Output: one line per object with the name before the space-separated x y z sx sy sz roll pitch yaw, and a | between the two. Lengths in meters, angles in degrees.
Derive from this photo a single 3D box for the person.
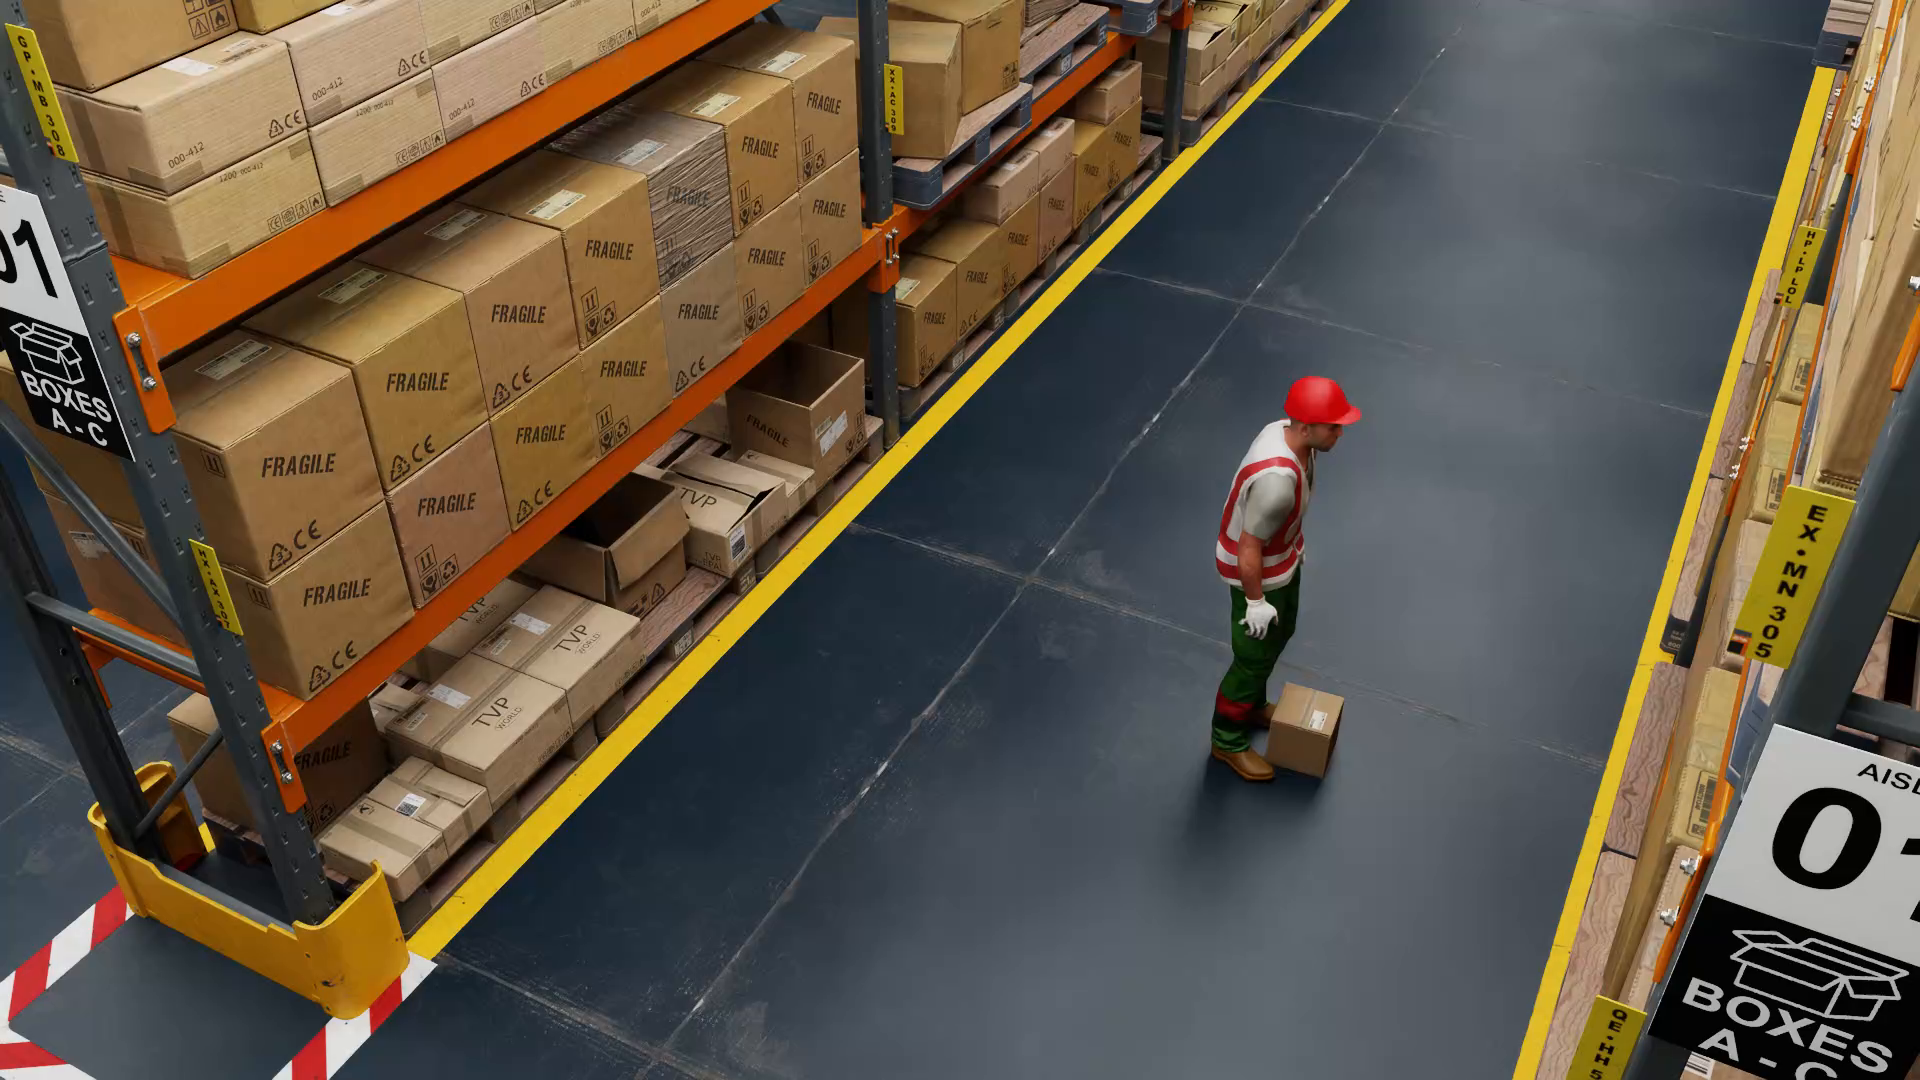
person | 1.243 0.123 6.579 0.452 1.777 0.610 15 40 19
